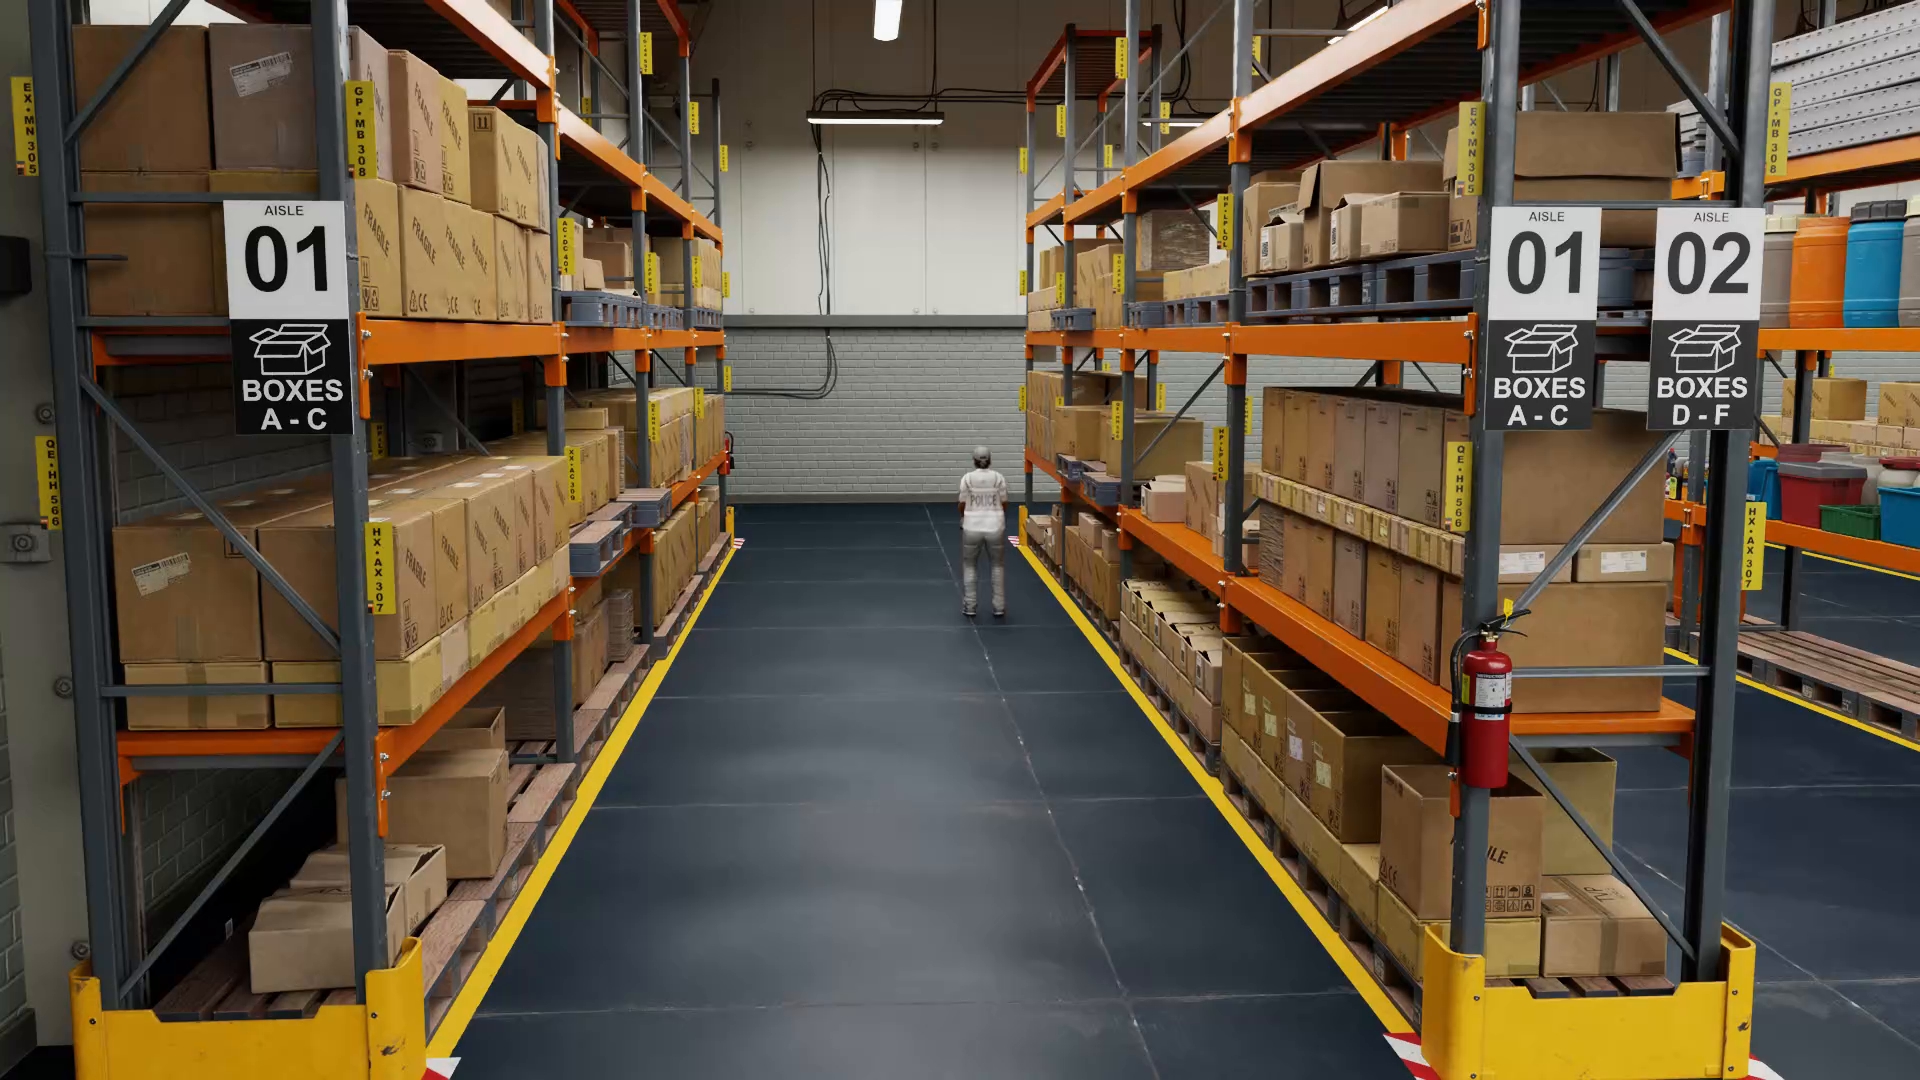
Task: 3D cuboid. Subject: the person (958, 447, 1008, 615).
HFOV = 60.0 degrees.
[{"bbox_3d":[0.226,-0.091,16.453,0.493,1.671,0.491,0,7,-3],"label":"person"}]
